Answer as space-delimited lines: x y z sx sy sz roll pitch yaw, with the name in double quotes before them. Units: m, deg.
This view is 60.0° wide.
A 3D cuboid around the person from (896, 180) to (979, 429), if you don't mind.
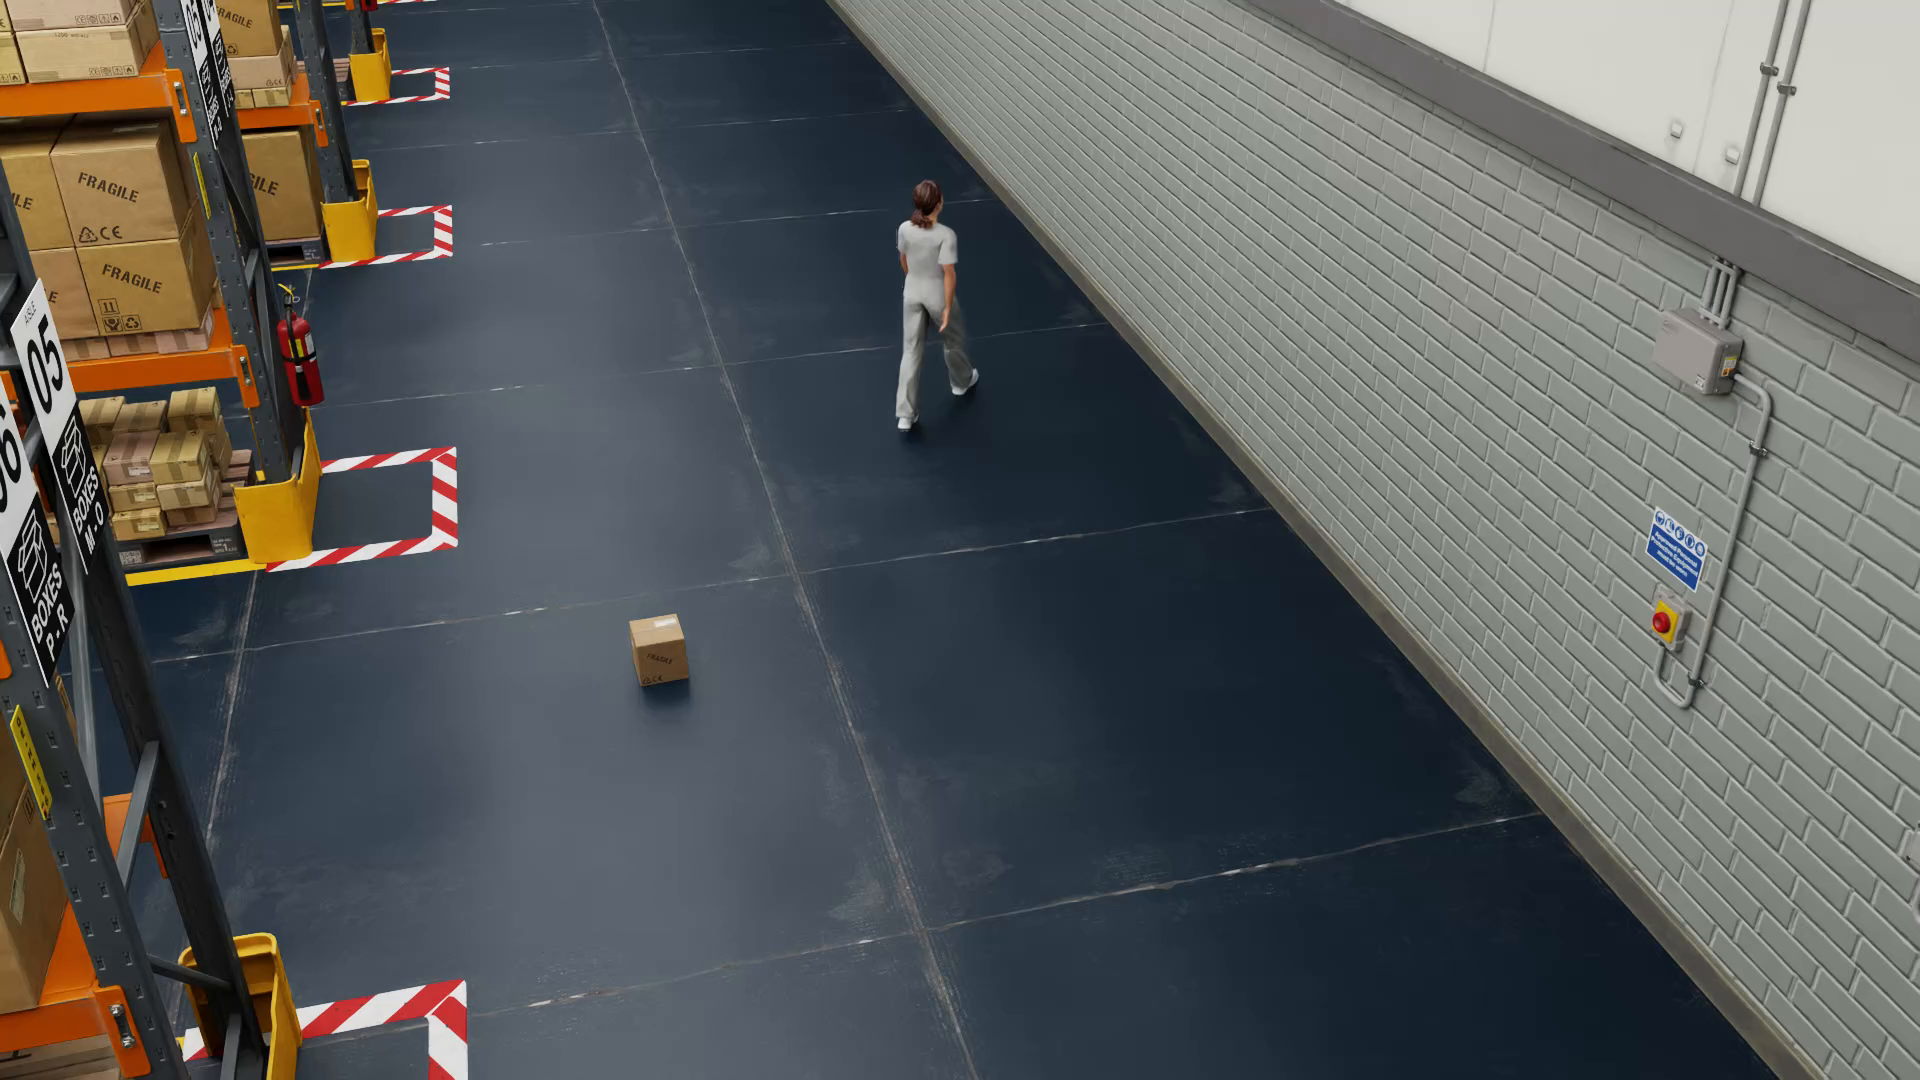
"person" -0.179 -1.616 10.980 0.458 1.610 1.020 11 32 18
